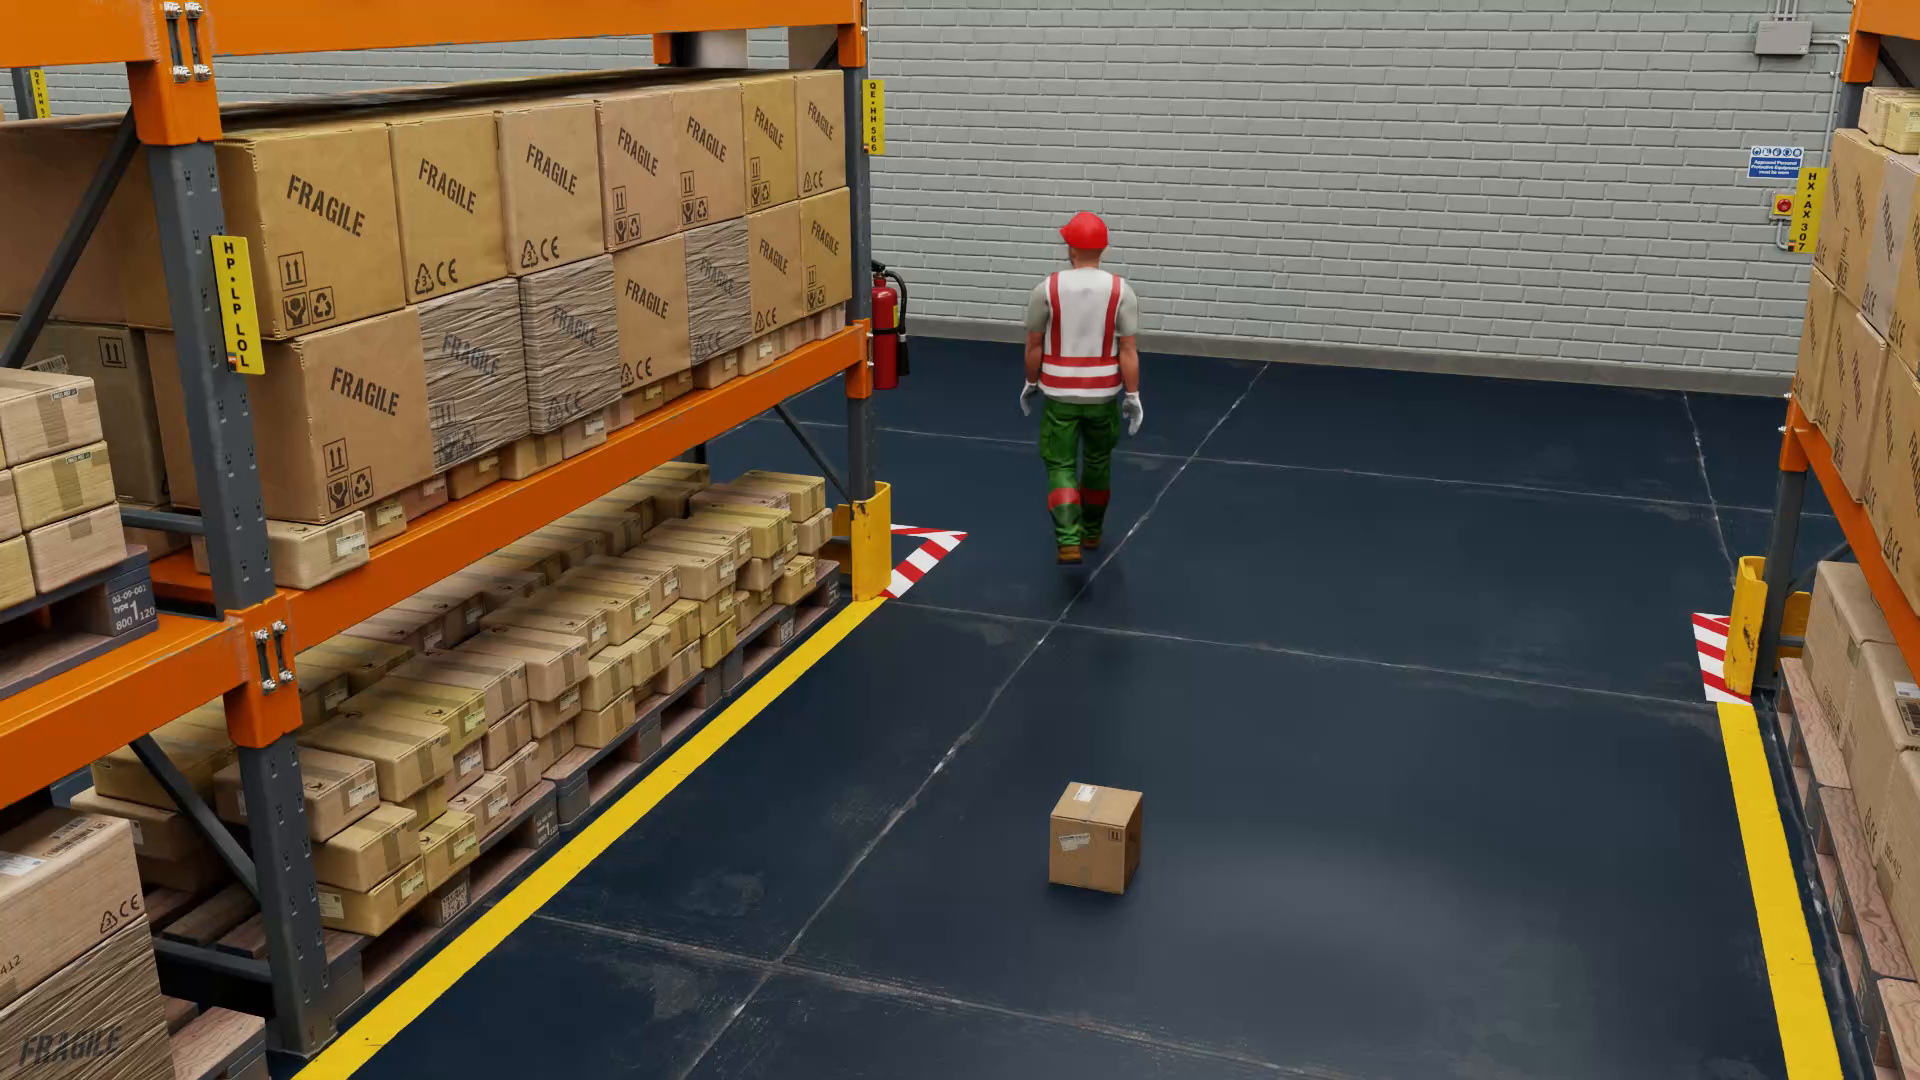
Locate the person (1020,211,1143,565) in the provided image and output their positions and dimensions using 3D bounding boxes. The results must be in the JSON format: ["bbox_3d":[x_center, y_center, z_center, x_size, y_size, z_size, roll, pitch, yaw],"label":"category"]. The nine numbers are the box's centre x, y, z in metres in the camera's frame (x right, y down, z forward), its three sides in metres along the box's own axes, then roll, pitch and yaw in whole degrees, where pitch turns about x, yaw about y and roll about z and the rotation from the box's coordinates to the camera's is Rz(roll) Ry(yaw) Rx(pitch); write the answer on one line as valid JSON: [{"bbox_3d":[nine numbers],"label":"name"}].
[{"bbox_3d":[0.597,-0.732,8.205,0.599,1.767,0.948,0,18,1],"label":"person"}]
